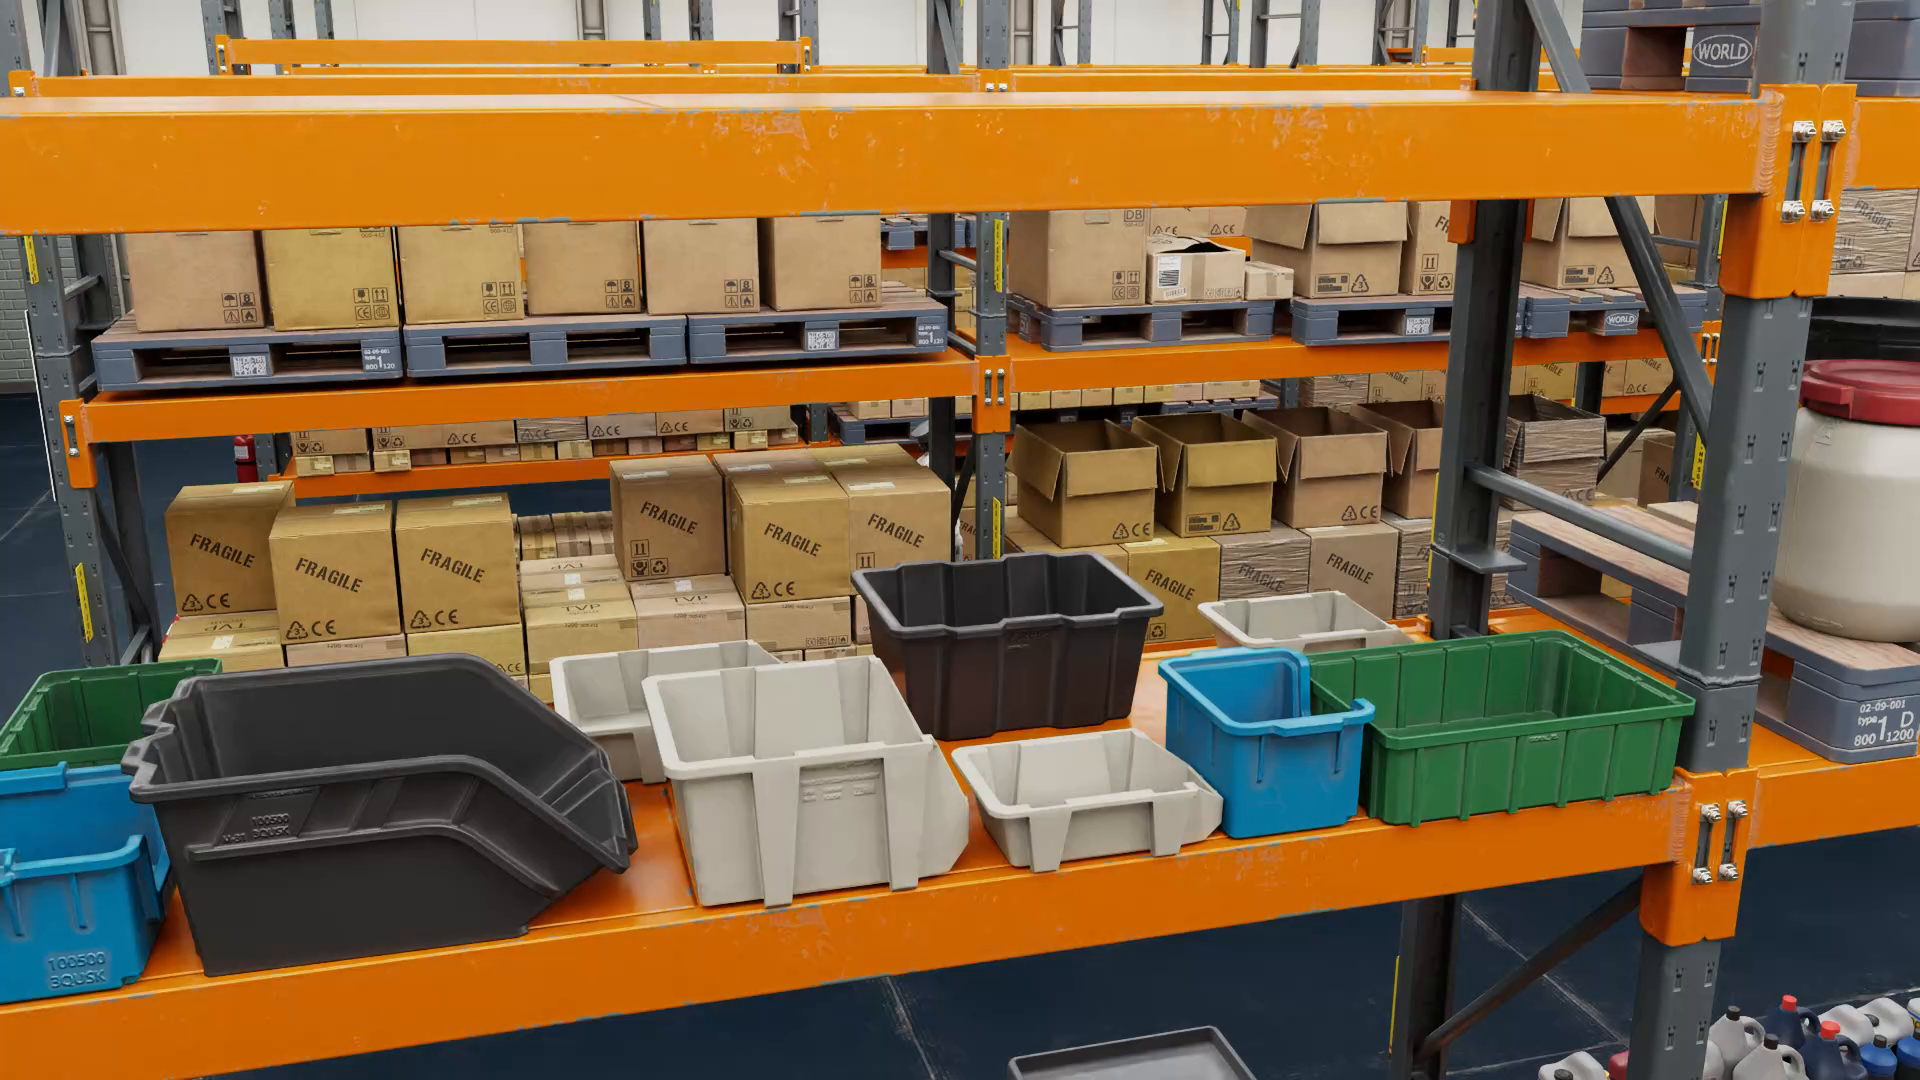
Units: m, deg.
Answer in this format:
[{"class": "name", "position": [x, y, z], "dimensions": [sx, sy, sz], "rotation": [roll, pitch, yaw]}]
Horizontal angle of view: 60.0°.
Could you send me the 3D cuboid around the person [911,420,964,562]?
[{"class": "person", "position": [-0.077, -0.070, 12.183], "dimensions": [0.531, 1.694, 0.586], "rotation": [-5, 17, -15]}]
